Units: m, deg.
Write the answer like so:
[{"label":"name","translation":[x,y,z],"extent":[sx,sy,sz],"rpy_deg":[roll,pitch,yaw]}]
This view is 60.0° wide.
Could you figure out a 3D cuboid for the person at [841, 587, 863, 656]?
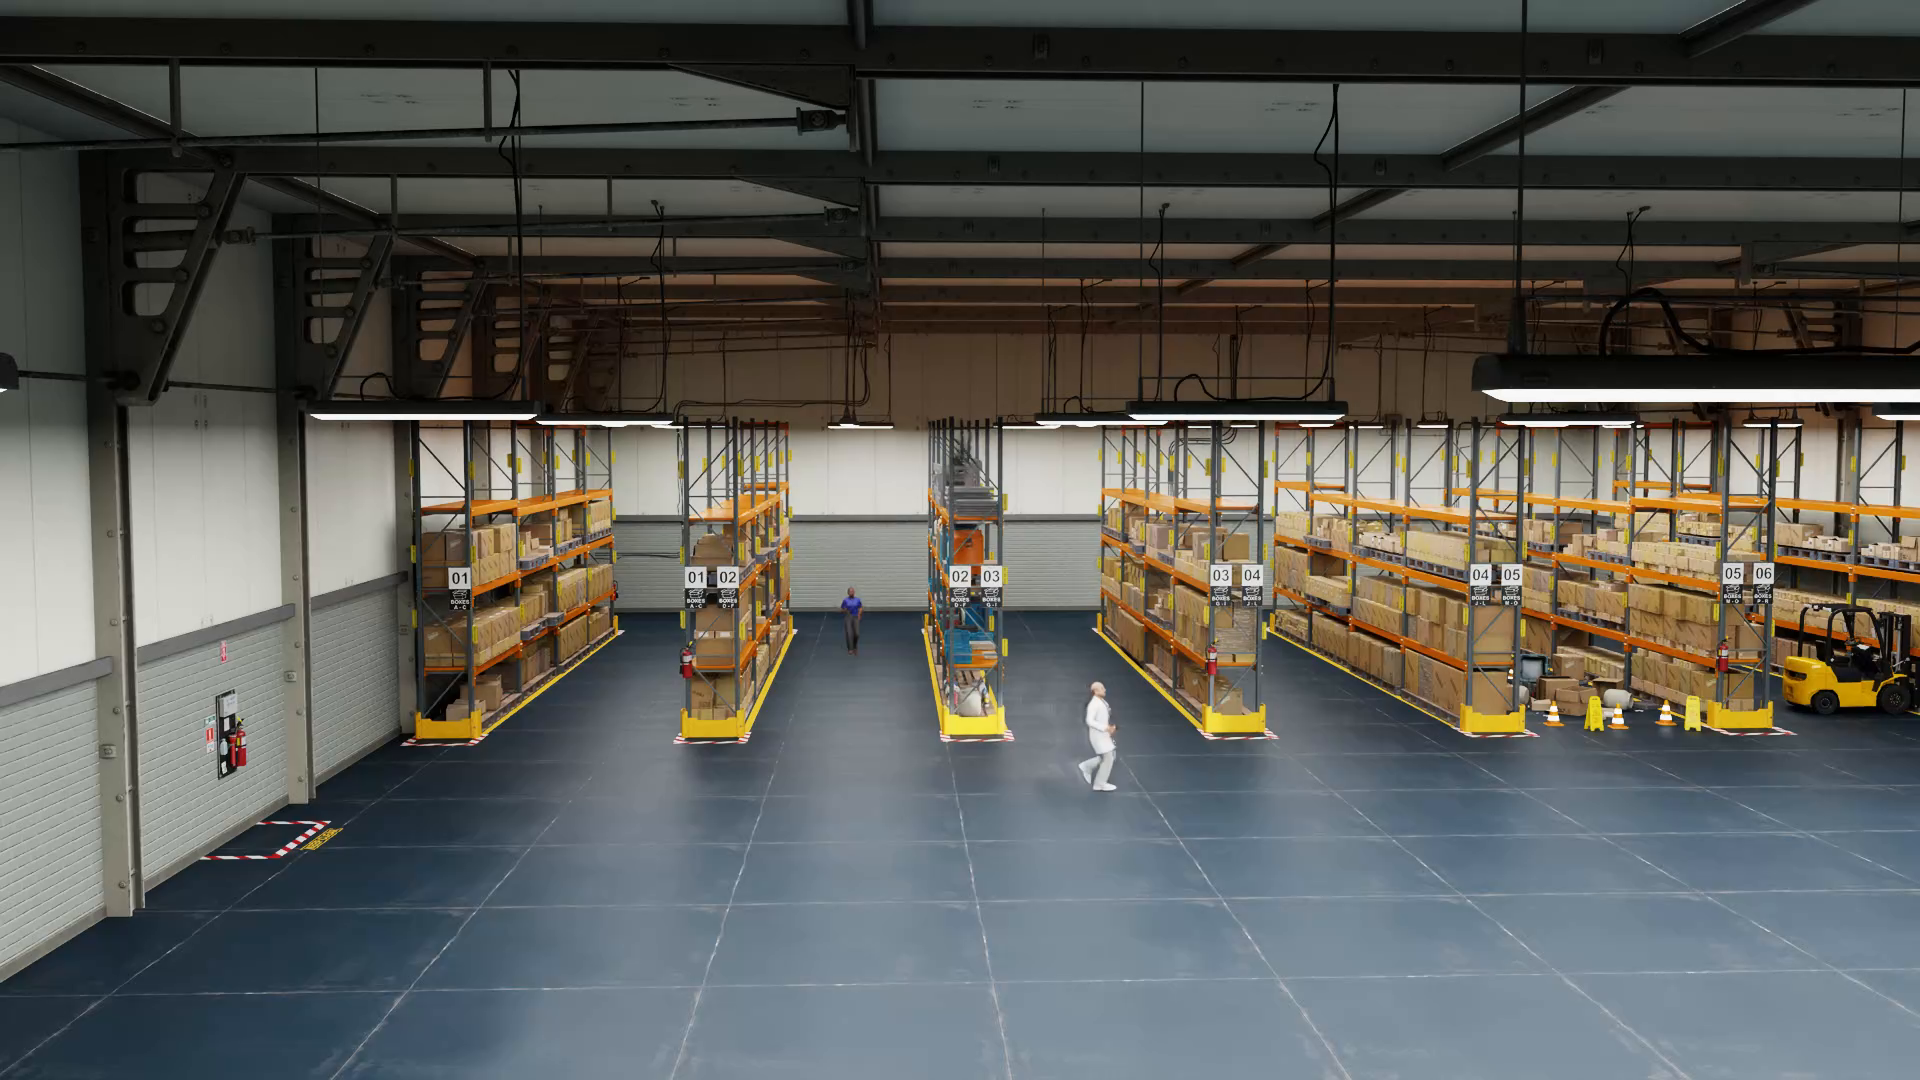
[{"label":"person","translation":[-2.604,2.044,40.407],"extent":[0.562,1.597,0.585],"rpy_deg":[-1,4,-11]}]

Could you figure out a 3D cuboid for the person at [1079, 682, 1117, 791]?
[{"label":"person","translation":[2.202,3.125,26.515],"extent":[0.668,1.724,0.707],"rpy_deg":[1,4,17]}]
